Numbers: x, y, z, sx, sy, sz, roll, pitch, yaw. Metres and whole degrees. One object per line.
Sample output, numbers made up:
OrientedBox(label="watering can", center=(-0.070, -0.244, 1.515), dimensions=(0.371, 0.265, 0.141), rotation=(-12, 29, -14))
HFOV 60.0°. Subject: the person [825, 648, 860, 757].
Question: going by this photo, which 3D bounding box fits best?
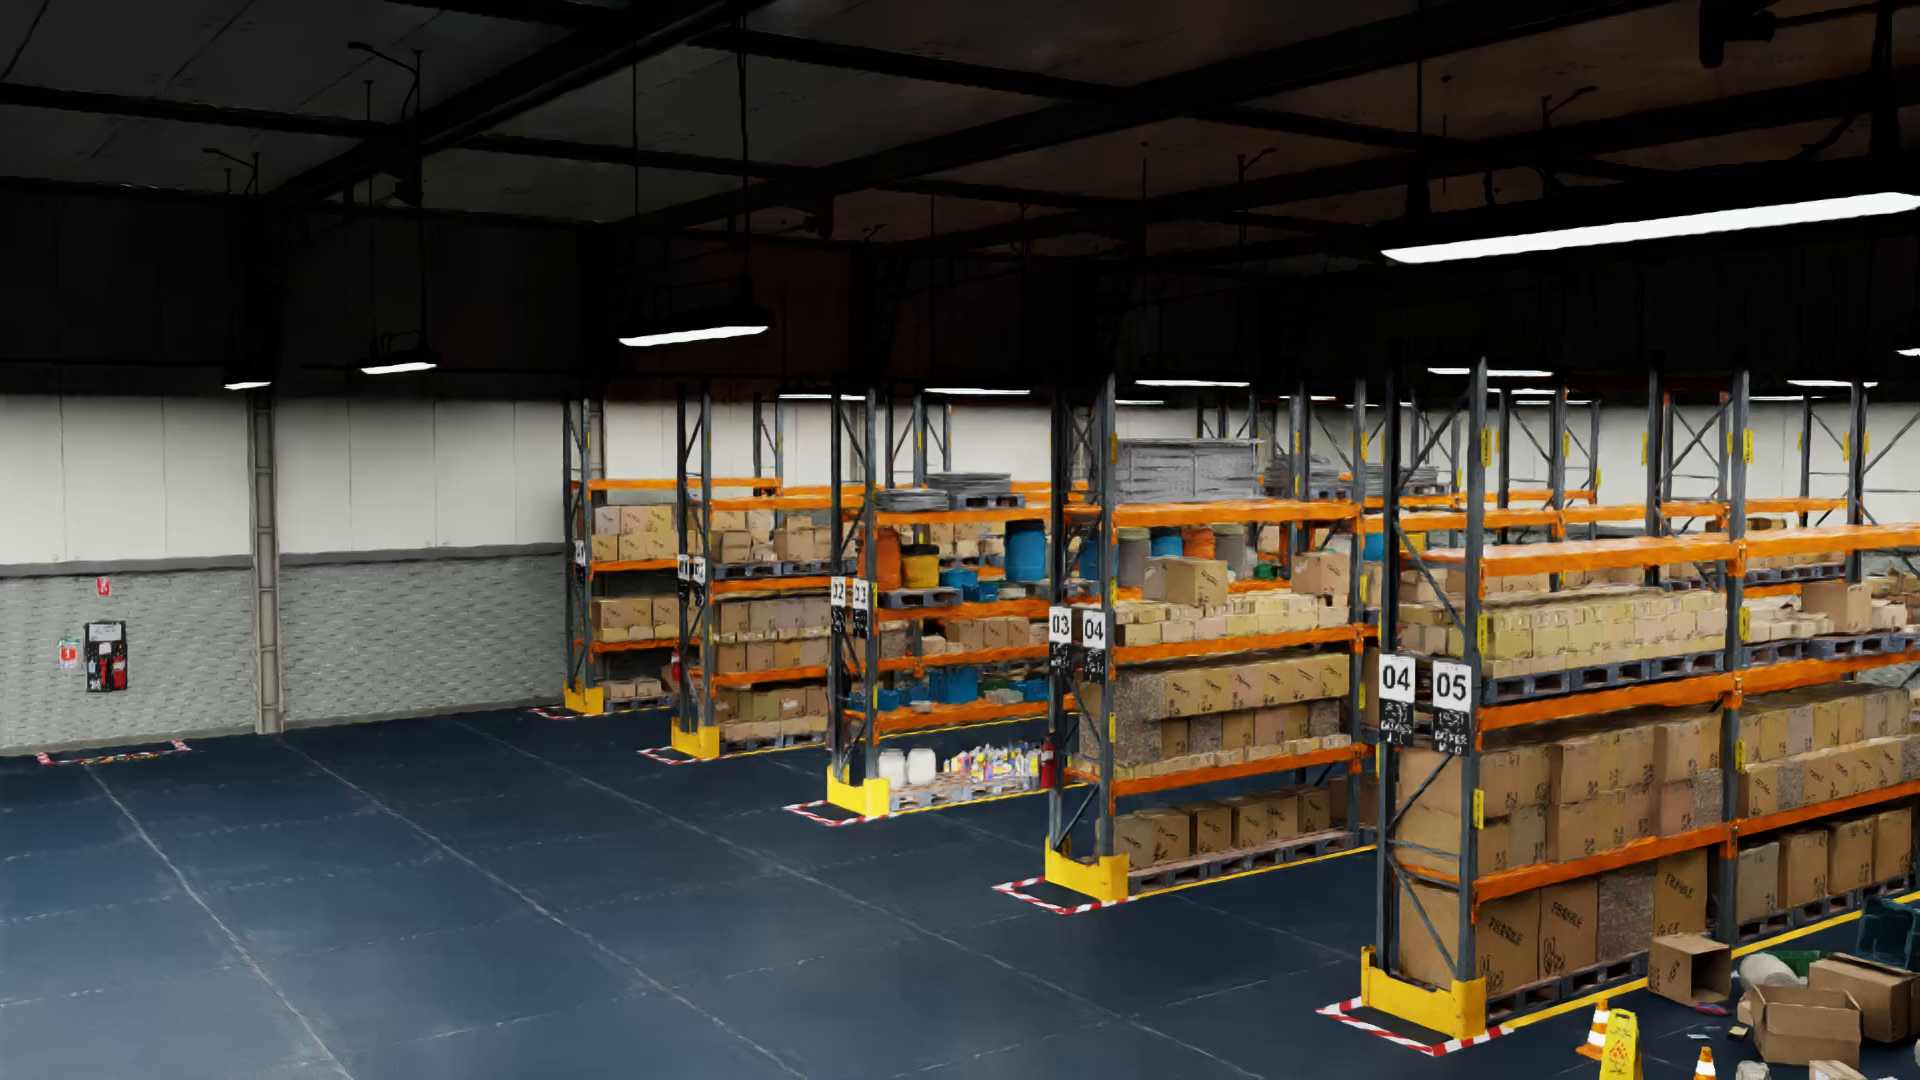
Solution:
OrientedBox(label="person", center=(-1.901, 2.578, 26.610), dimensions=(0.463, 1.731, 0.598), rotation=(2, 4, 29))
